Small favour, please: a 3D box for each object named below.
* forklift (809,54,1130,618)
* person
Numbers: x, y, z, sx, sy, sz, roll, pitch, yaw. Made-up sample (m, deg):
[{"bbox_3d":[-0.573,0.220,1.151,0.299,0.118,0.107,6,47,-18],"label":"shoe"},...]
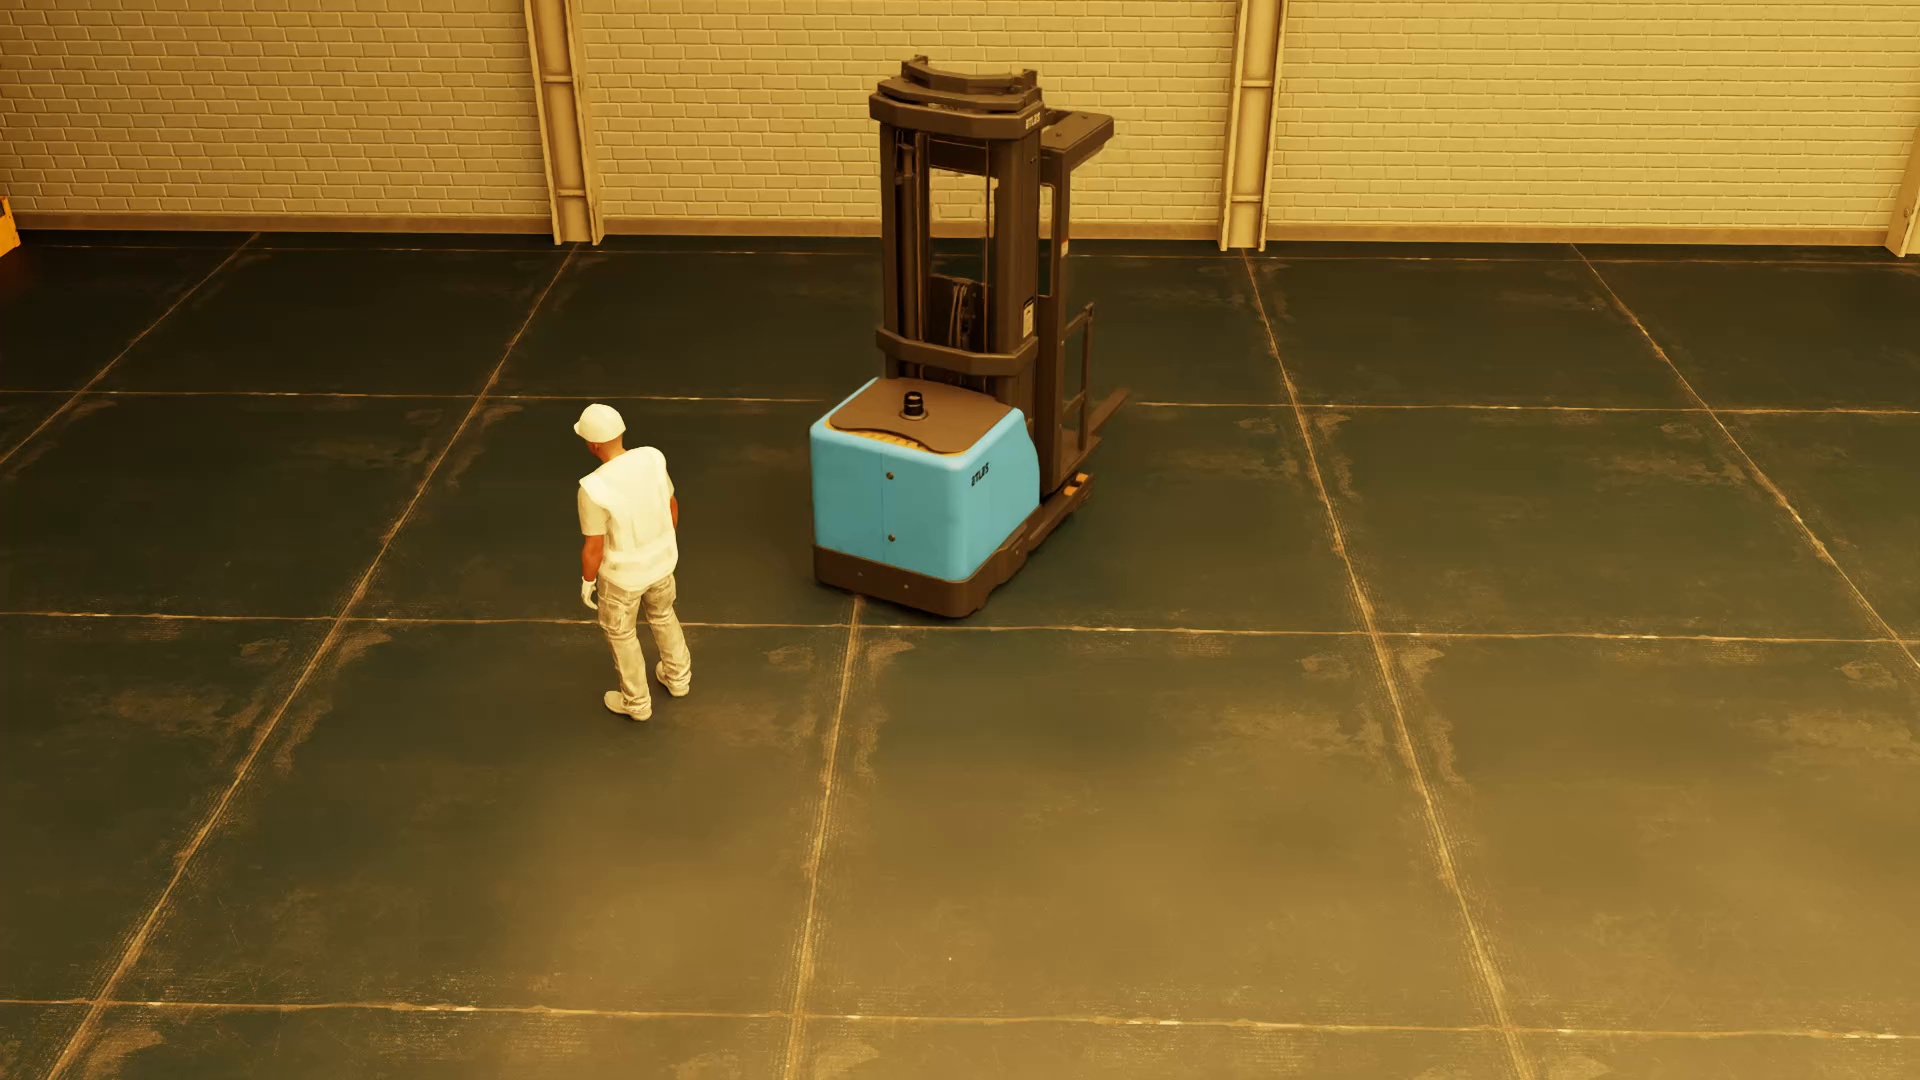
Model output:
[{"bbox_3d":[0.235,-1.539,10.224,1.130,2.935,3.031,14,33,23],"label":"forklift"},{"bbox_3d":[-1.696,0.118,8.559,0.451,1.773,0.624,23,37,33],"label":"person"}]
